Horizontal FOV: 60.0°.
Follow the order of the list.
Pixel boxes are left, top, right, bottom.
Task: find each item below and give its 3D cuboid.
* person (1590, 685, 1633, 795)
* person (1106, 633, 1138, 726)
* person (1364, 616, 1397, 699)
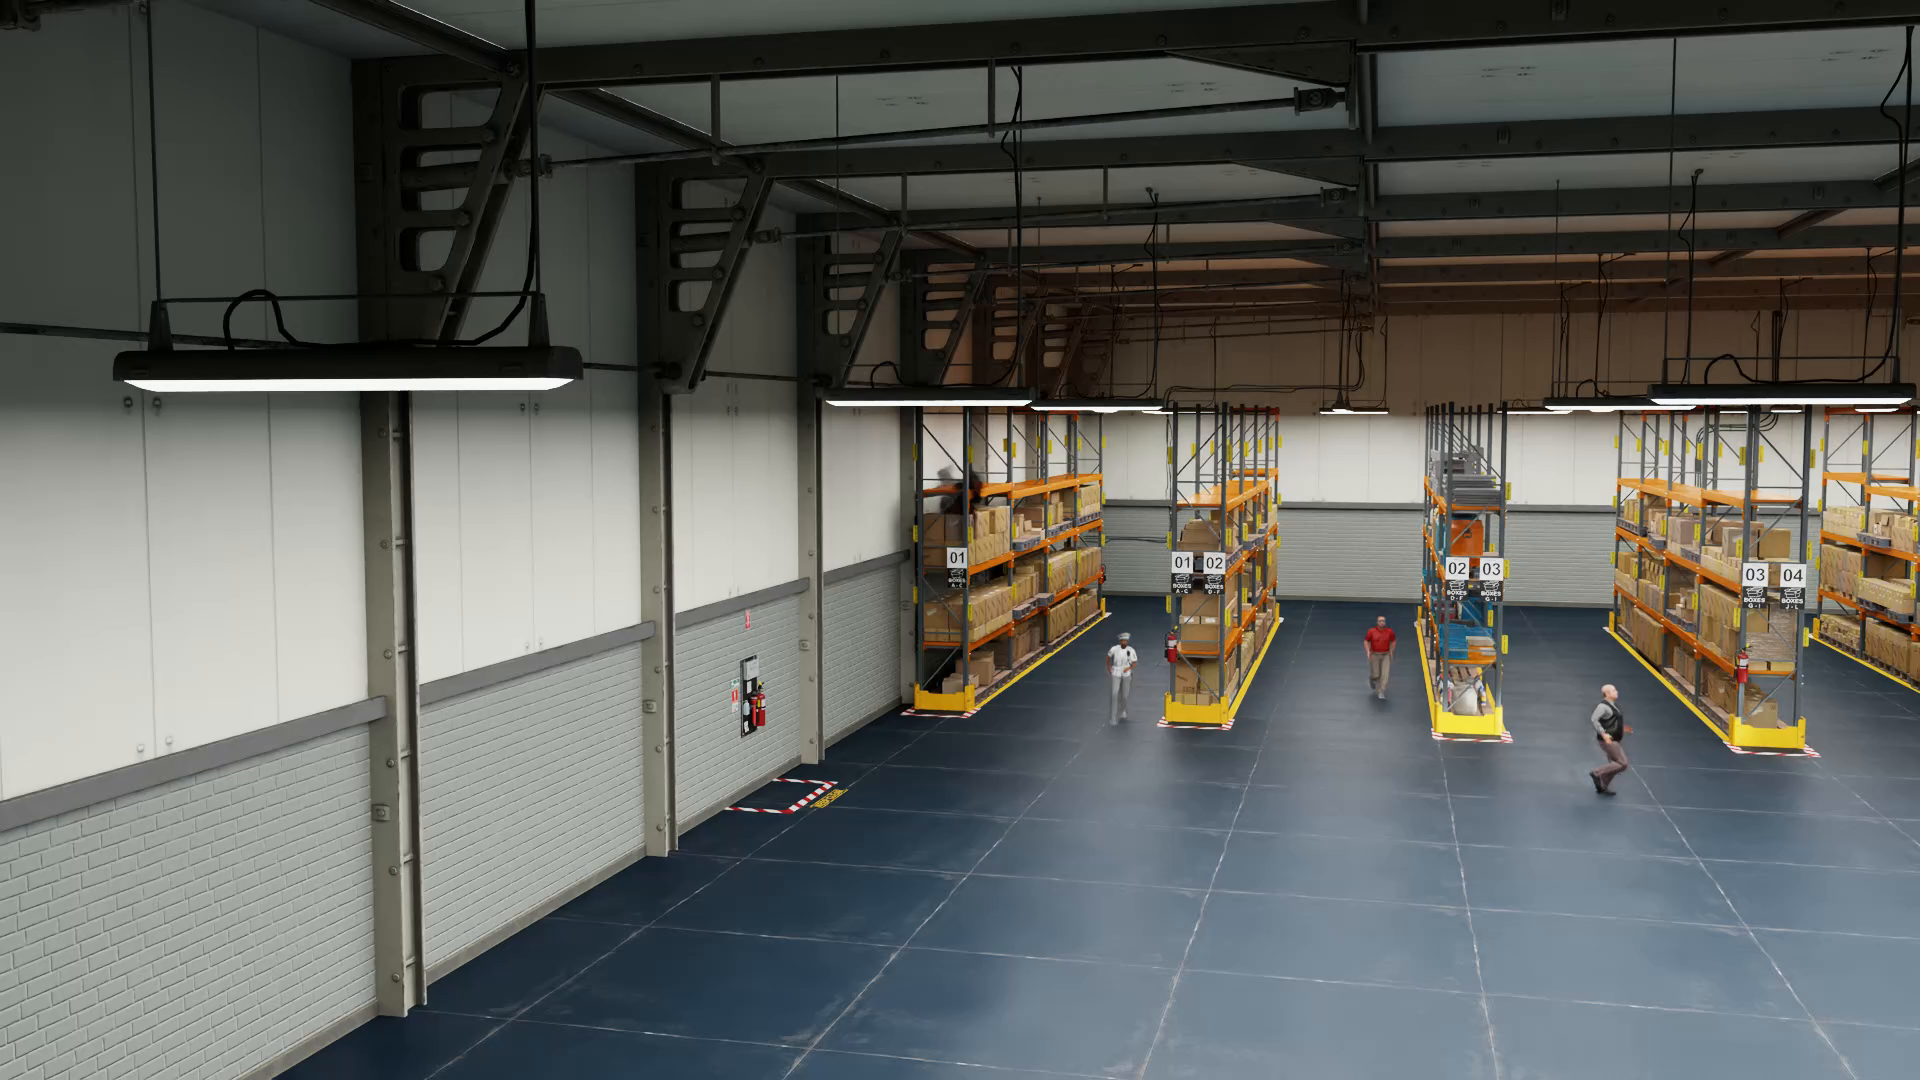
[{"bbox_3d":[9.856,3.027,25.131,0.569,1.678,0.652,3,5,34],"label":"person"},{"bbox_3d":[3.042,2.588,31.216,0.579,1.728,0.793,0,4,2],"label":"person"},{"bbox_3d":[8.604,2.381,34.052,0.650,1.675,0.652,1,4,7],"label":"person"}]
